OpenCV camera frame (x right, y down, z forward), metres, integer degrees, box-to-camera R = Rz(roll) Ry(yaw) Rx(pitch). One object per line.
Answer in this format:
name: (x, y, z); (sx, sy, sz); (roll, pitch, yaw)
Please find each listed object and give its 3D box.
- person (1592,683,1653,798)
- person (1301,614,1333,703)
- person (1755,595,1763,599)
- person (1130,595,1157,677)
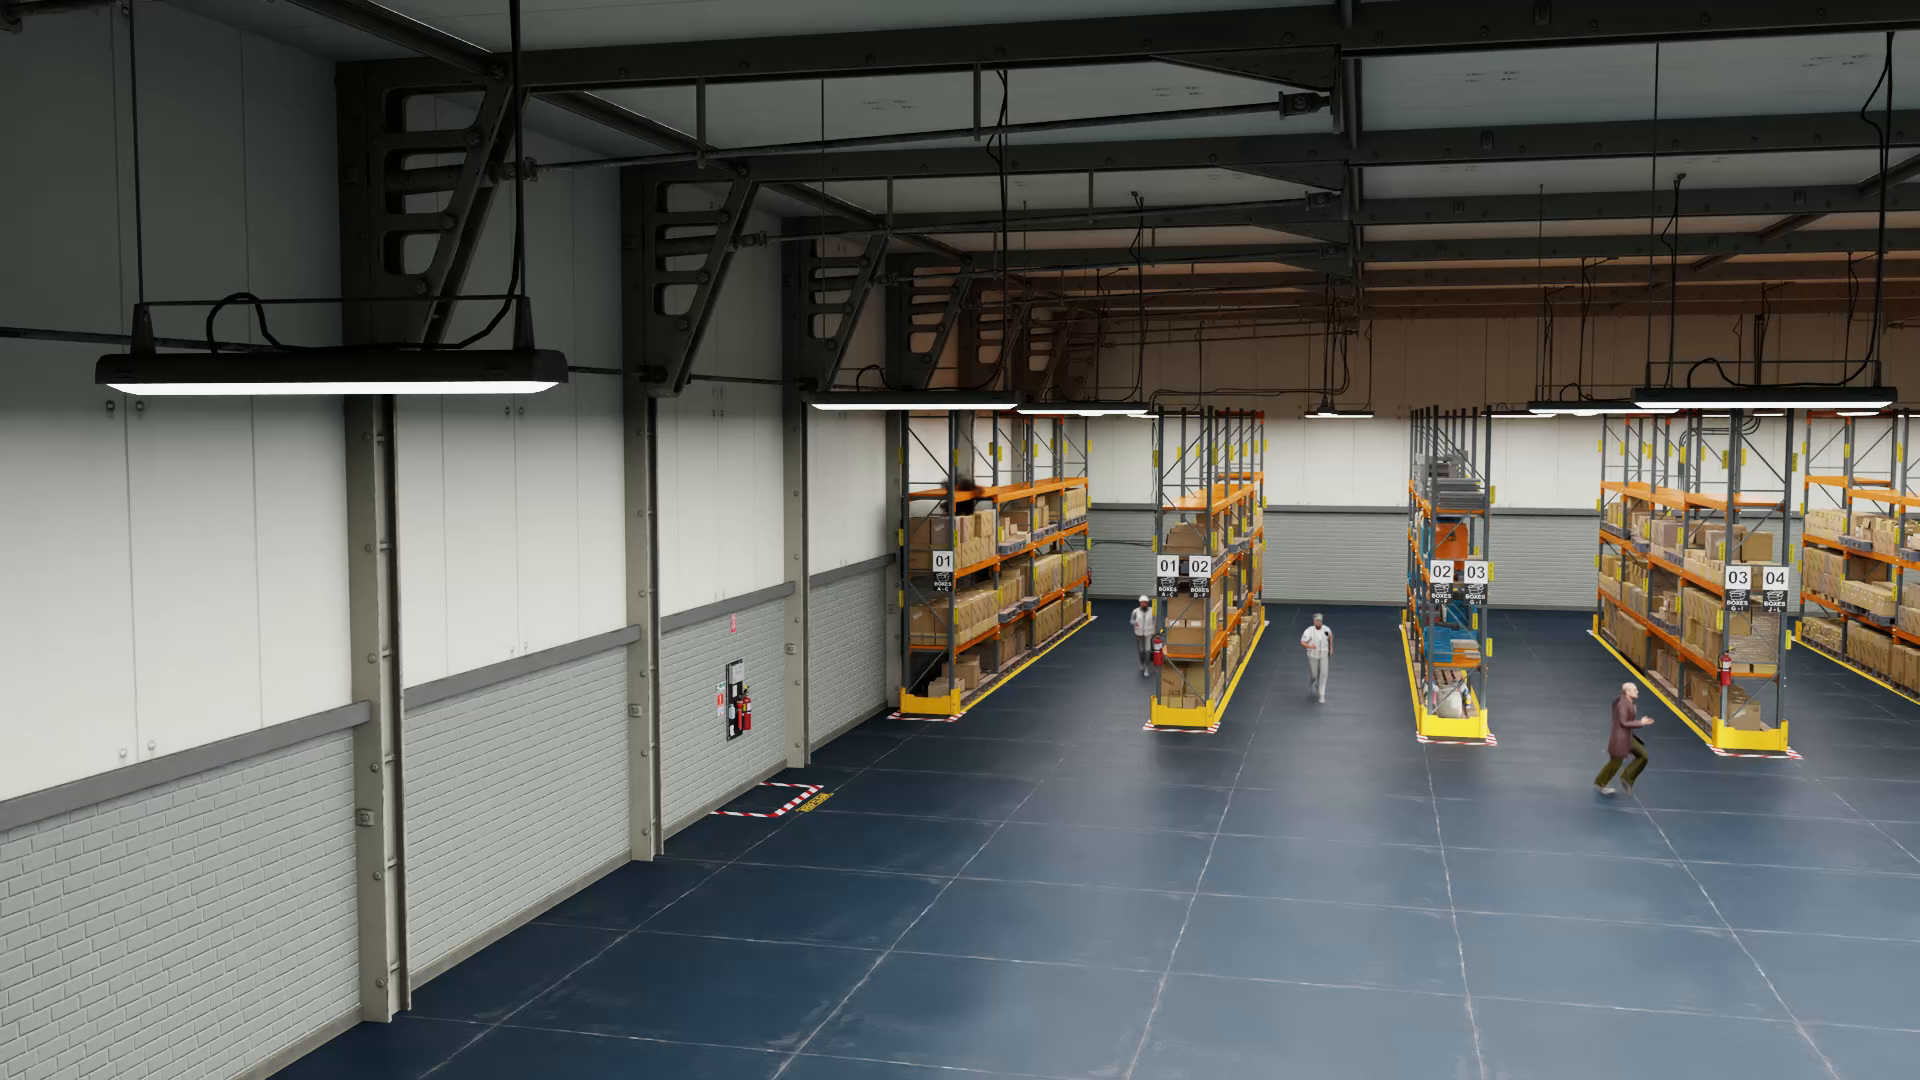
person: (10.063, 3.027, 25.228); (0.882, 1.766, 0.753); (3, 5, 36)
person: (7.344, 2.410, 34.177); (0.693, 1.836, 0.938); (0, 4, -2)
person: (20.795, 1.836, 43.306); (0.535, 1.576, 0.581); (2, 5, 26)
person: (4.150, 2.138, 37.524); (0.610, 1.805, 0.889); (1, 4, 15)
